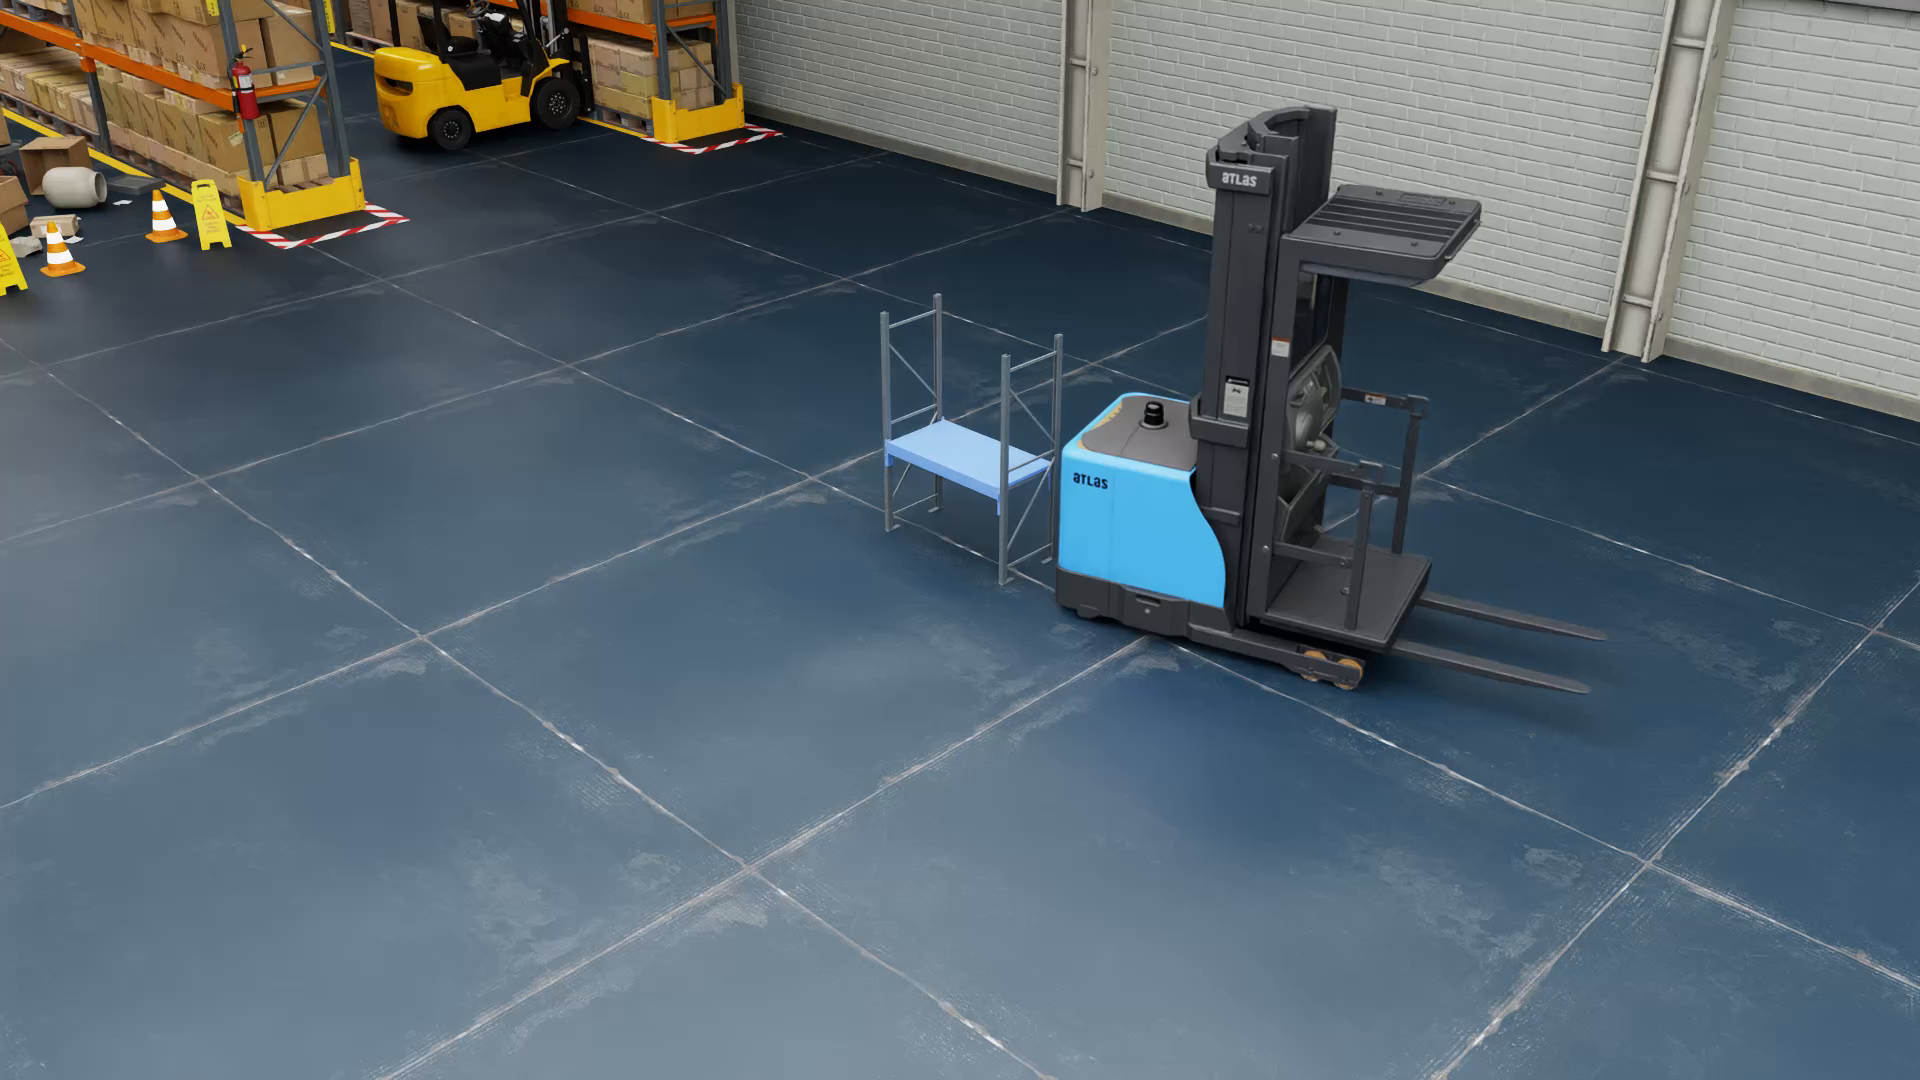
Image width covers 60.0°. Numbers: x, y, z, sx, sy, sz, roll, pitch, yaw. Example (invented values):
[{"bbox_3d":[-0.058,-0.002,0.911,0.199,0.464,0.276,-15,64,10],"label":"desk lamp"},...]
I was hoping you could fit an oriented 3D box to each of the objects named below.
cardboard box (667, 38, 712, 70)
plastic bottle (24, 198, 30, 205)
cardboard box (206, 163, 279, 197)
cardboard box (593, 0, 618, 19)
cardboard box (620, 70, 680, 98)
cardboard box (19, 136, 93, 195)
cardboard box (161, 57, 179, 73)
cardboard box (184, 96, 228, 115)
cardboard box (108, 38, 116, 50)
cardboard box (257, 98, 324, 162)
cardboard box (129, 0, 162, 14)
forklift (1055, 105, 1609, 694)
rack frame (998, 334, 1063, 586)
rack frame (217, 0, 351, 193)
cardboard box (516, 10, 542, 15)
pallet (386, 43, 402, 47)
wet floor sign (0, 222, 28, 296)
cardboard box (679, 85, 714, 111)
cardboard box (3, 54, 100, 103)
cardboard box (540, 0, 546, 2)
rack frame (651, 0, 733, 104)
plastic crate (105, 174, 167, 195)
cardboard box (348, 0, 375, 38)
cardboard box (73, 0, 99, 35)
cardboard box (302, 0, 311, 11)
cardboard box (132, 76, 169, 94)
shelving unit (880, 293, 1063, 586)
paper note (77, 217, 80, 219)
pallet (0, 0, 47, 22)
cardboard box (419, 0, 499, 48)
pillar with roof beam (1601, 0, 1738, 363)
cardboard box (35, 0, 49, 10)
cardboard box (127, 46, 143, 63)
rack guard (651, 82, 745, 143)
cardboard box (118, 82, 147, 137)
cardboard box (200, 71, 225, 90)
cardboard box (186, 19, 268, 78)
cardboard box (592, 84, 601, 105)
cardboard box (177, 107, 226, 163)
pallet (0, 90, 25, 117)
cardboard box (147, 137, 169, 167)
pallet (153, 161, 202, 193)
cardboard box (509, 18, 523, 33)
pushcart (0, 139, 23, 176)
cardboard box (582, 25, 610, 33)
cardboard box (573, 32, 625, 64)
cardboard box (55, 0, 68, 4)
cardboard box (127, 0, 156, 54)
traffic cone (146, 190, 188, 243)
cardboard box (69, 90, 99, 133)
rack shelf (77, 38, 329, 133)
[{"bbox_3d":[-3.368,-5.898,20.165,0.500,0.250,0.500,24,36,38],"label":"cardboard box"},{"bbox_3d":[-9.882,-3.579,17.485,0.133,0.061,0.283,-18,33,-31],"label":"plastic bottle"},{"bbox_3d":[-7.418,-3.769,17.192,0.500,0.250,0.500,24,36,38],"label":"cardboard box"},{"bbox_3d":[-4.057,-6.557,19.882,0.500,0.500,0.500,-24,36,-38],"label":"cardboard box"},{"bbox_3d":[-3.724,-5.512,19.969,0.500,0.250,0.500,24,36,38],"label":"cardboard box"},{"bbox_3d":[-9.678,-4.017,17.843,0.500,0.500,0.500,-3,28,-5],"label":"cardboard box"},{"bbox_3d":[-8.013,-4.952,17.208,0.250,0.149,0.380,24,36,38],"label":"cardboard box"},{"bbox_3d":[-7.698,-4.478,17.038,0.380,0.149,0.250,-24,36,-38],"label":"cardboard box"},{"bbox_3d":[-9.061,-5.461,18.176,0.250,0.149,0.380,24,36,38],"label":"cardboard box"},{"bbox_3d":[-7.034,-4.281,17.360,0.500,0.500,0.500,23,36,37],"label":"cardboard box"},{"bbox_3d":[-7.944,-5.631,16.727,0.500,0.500,0.700,24,36,38],"label":"cardboard box"},{"bbox_3d":[2.114,-0.755,9.030,3.031,2.935,1.130,14,31,24],"label":"forklift"},{"bbox_3d":[0.423,-0.470,10.026,0.032,1.500,0.500,25,36,38],"label":"rack frame"},{"bbox_3d":[-6.635,-4.618,16.303,0.127,3.000,1.000,25,36,38],"label":"rack frame"},{"bbox_3d":[-5.524,-6.887,22.046,0.500,0.250,0.500,-24,36,-38],"label":"cardboard box"},{"bbox_3d":[-7.437,-6.963,23.759,1.213,0.211,1.003,25,36,38],"label":"pallet"},{"bbox_3d":[-8.625,-2.548,14.896,0.232,0.644,0.267,18,33,30],"label":"wet floor sign"},{"bbox_3d":[-3.371,-5.461,20.409,0.500,0.250,0.500,25,37,39],"label":"cardboard box"},{"bbox_3d":[-11.412,-5.825,20.971,0.625,0.372,0.950,24,36,37],"label":"cardboard box"},{"bbox_3d":[-5.132,-7.055,20.831,0.500,0.500,0.500,24,36,38],"label":"cardboard box"},{"bbox_3d":[-3.158,-6.267,19.438,0.127,3.000,1.000,25,36,38],"label":"rack frame"},{"bbox_3d":[-8.943,-3.847,17.973,0.583,0.080,0.402,12,30,22],"label":"plastic crate"},{"bbox_3d":[-8.427,-7.804,24.462,0.875,0.625,0.625,-24,36,-38],"label":"cardboard box"},{"bbox_3d":[-9.369,-5.863,18.244,0.500,0.500,0.500,24,36,38],"label":"cardboard box"},{"bbox_3d":[-9.664,-8.190,25.330,0.500,0.500,0.500,24,36,38],"label":"cardboard box"},{"bbox_3d":[-8.647,-4.914,17.867,0.380,0.149,0.250,-23,35,-36],"label":"cardboard box"},{"bbox_3d":[0.061,-0.636,10.341,1.048,1.500,0.538,25,36,38],"label":"shelving unit"},{"bbox_3d":[-9.025,-3.292,16.993,0.123,0.001,0.032,25,36,38],"label":"paper note"},{"bbox_3d":[-10.900,-6.511,20.109,1.213,0.211,1.003,25,36,38],"label":"pallet"},{"bbox_3d":[-6.938,-7.129,23.178,0.625,0.625,0.875,24,36,38],"label":"cardboard box"},{"bbox_3d":[2.516,-4.104,8.879,0.400,9.000,9.100,25,36,38],"label":"pillar with roof beam"},{"bbox_3d":[-10.433,-6.238,19.203,0.250,0.149,0.380,24,36,38],"label":"cardboard box"},{"bbox_3d":[-8.582,-5.182,17.646,0.250,0.149,0.380,25,37,39],"label":"cardboard box"},{"bbox_3d":[-3.141,-5.152,20.005,0.348,0.500,1.175,25,36,38],"label":"rack guard"},{"bbox_3d":[-8.866,-4.771,18.292,0.500,0.500,0.500,-24,36,-37],"label":"cardboard box"},{"bbox_3d":[-7.310,-4.604,16.546,0.250,0.149,0.380,24,36,38],"label":"cardboard box"},{"bbox_3d":[-7.216,-4.880,16.373,0.500,0.500,0.500,24,36,38],"label":"cardboard box"},{"bbox_3d":[-4.413,-5.616,20.703,0.500,0.250,0.500,-25,37,-39],"label":"cardboard box"},{"bbox_3d":[-7.764,-4.263,17.325,0.500,0.500,0.500,-24,36,-37],"label":"cardboard box"},{"bbox_3d":[-11.784,-5.739,21.430,1.213,0.211,1.003,25,36,38],"label":"pallet"},{"bbox_3d":[-8.488,-4.267,18.139,0.500,0.250,0.500,24,36,38],"label":"cardboard box"},{"bbox_3d":[-8.110,-4.084,18.283,1.213,0.211,1.003,25,36,38],"label":"pallet"},{"bbox_3d":[-5.528,-6.551,21.408,0.500,0.250,0.500,25,36,38],"label":"cardboard box"},{"bbox_3d":[-11.051,-3.990,17.925,0.936,0.377,1.648,12,30,22],"label":"pushcart"},{"bbox_3d":[-4.437,-6.396,21.113,0.500,0.250,0.500,24,36,37],"label":"cardboard box"},{"bbox_3d":[-4.440,-6.051,20.457,0.500,0.250,0.500,-25,37,-39],"label":"cardboard box"},{"bbox_3d":[-9.978,-6.360,18.737,0.500,0.500,0.500,24,36,38],"label":"cardboard box"},{"bbox_3d":[-8.272,-5.381,17.326,0.500,0.500,0.500,-25,37,-39],"label":"cardboard box"},{"bbox_3d":[-7.846,-3.207,16.346,0.334,0.463,0.336,25,36,38],"label":"traffic cone"},{"bbox_3d":[-9.863,-5.116,19.623,0.950,0.372,0.625,-25,37,-39],"label":"cardboard box"},{"bbox_3d":[-8.062,-4.952,17.712,4.000,0.370,1.077,25,36,38],"label":"rack shelf"}]
